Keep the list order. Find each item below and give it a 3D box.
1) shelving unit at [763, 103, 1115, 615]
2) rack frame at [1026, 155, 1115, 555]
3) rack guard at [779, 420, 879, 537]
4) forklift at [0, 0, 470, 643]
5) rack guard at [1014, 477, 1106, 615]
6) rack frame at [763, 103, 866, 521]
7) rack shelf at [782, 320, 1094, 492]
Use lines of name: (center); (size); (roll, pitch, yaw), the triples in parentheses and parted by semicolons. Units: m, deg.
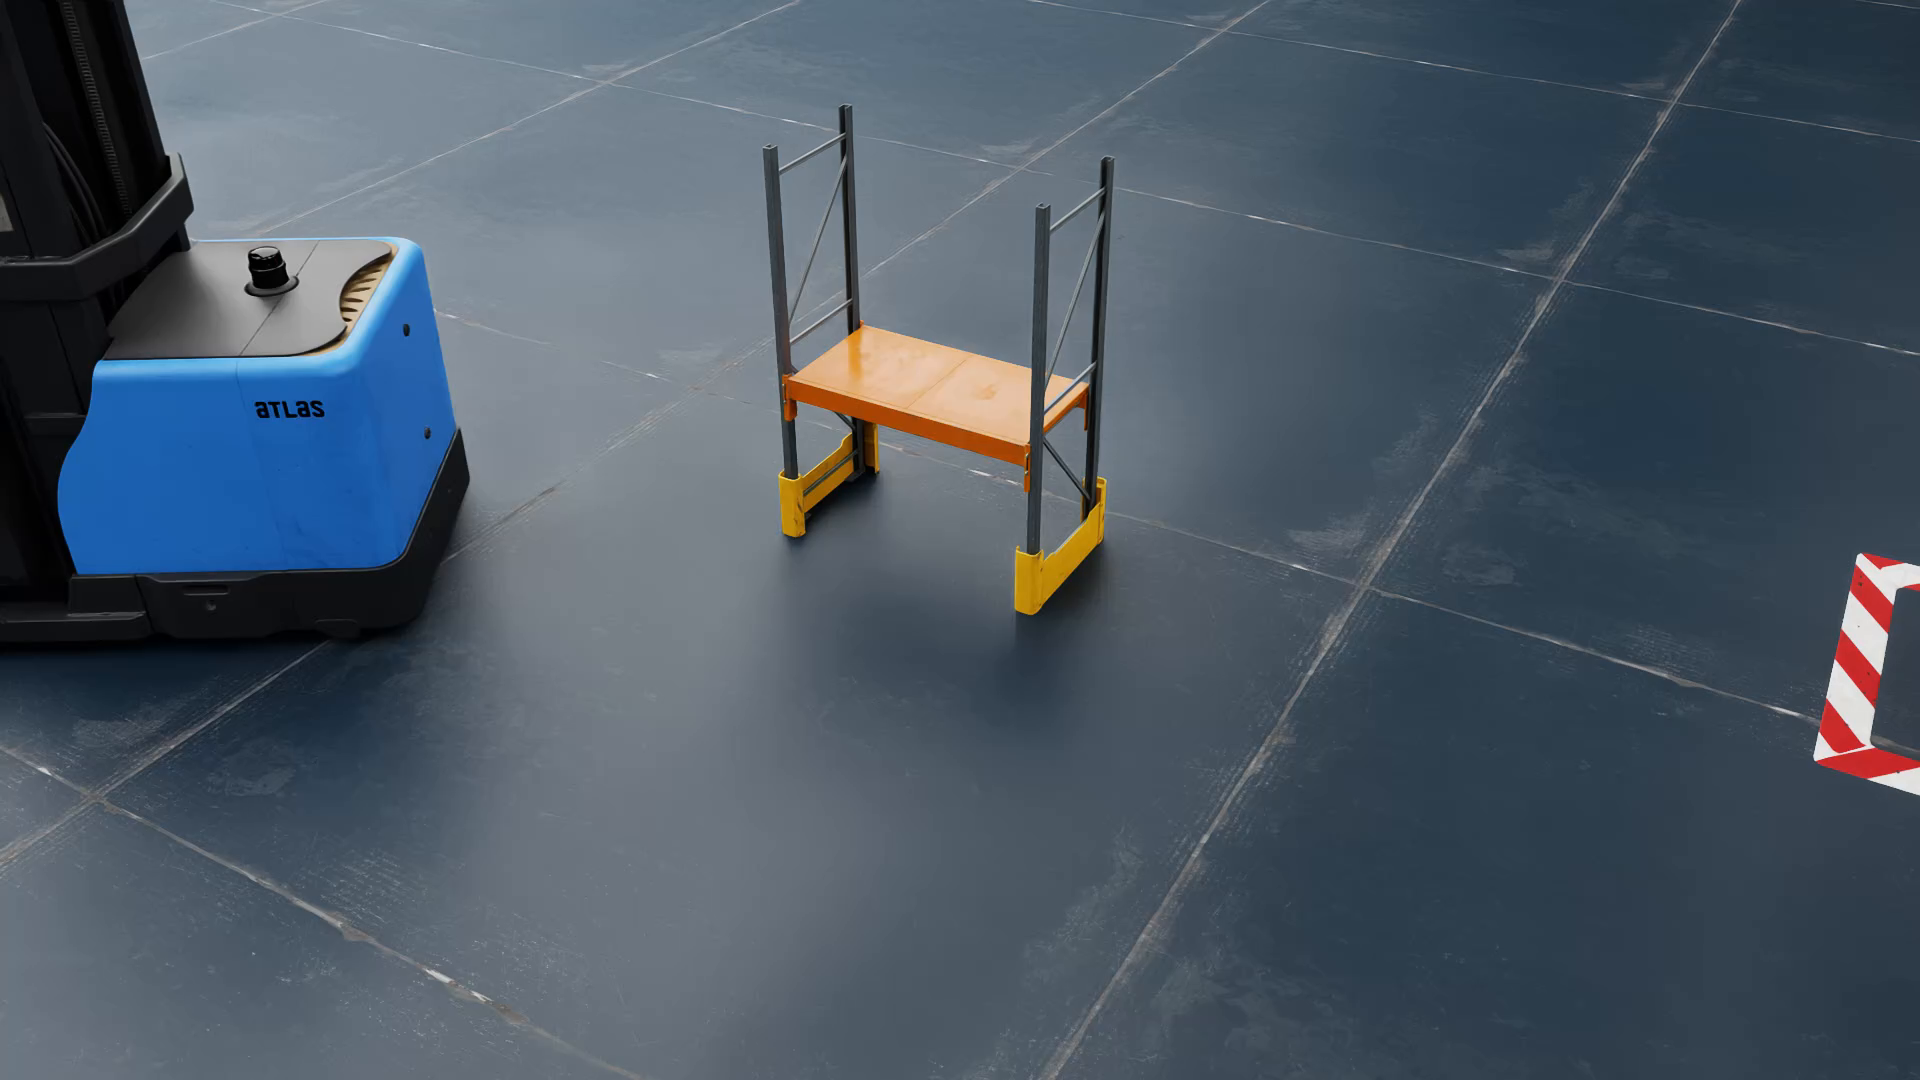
shelving unit: (-0.066, -0.645, 5.866); (1.083, 1.500, 0.587); (18, 37, 24)
rack frame: (0.367, -0.508, 5.660); (0.032, 1.500, 0.500); (18, 37, 24)
rack guard: (-0.499, -0.262, 6.418); (0.087, 0.250, 0.587); (18, 37, 24)
forklift: (-3.401, -1.119, 5.286); (3.031, 2.935, 1.130); (-1, 34, -2)
rack guard: (0.366, 0.012, 6.007); (0.087, 0.250, 0.587); (18, 37, 24)
rack frame: (-0.515, -0.788, 6.079); (0.032, 1.500, 0.500); (18, 37, 24)
rack shelf: (-0.074, -0.498, 5.969); (1.000, 0.185, 0.538); (18, 37, 24)
